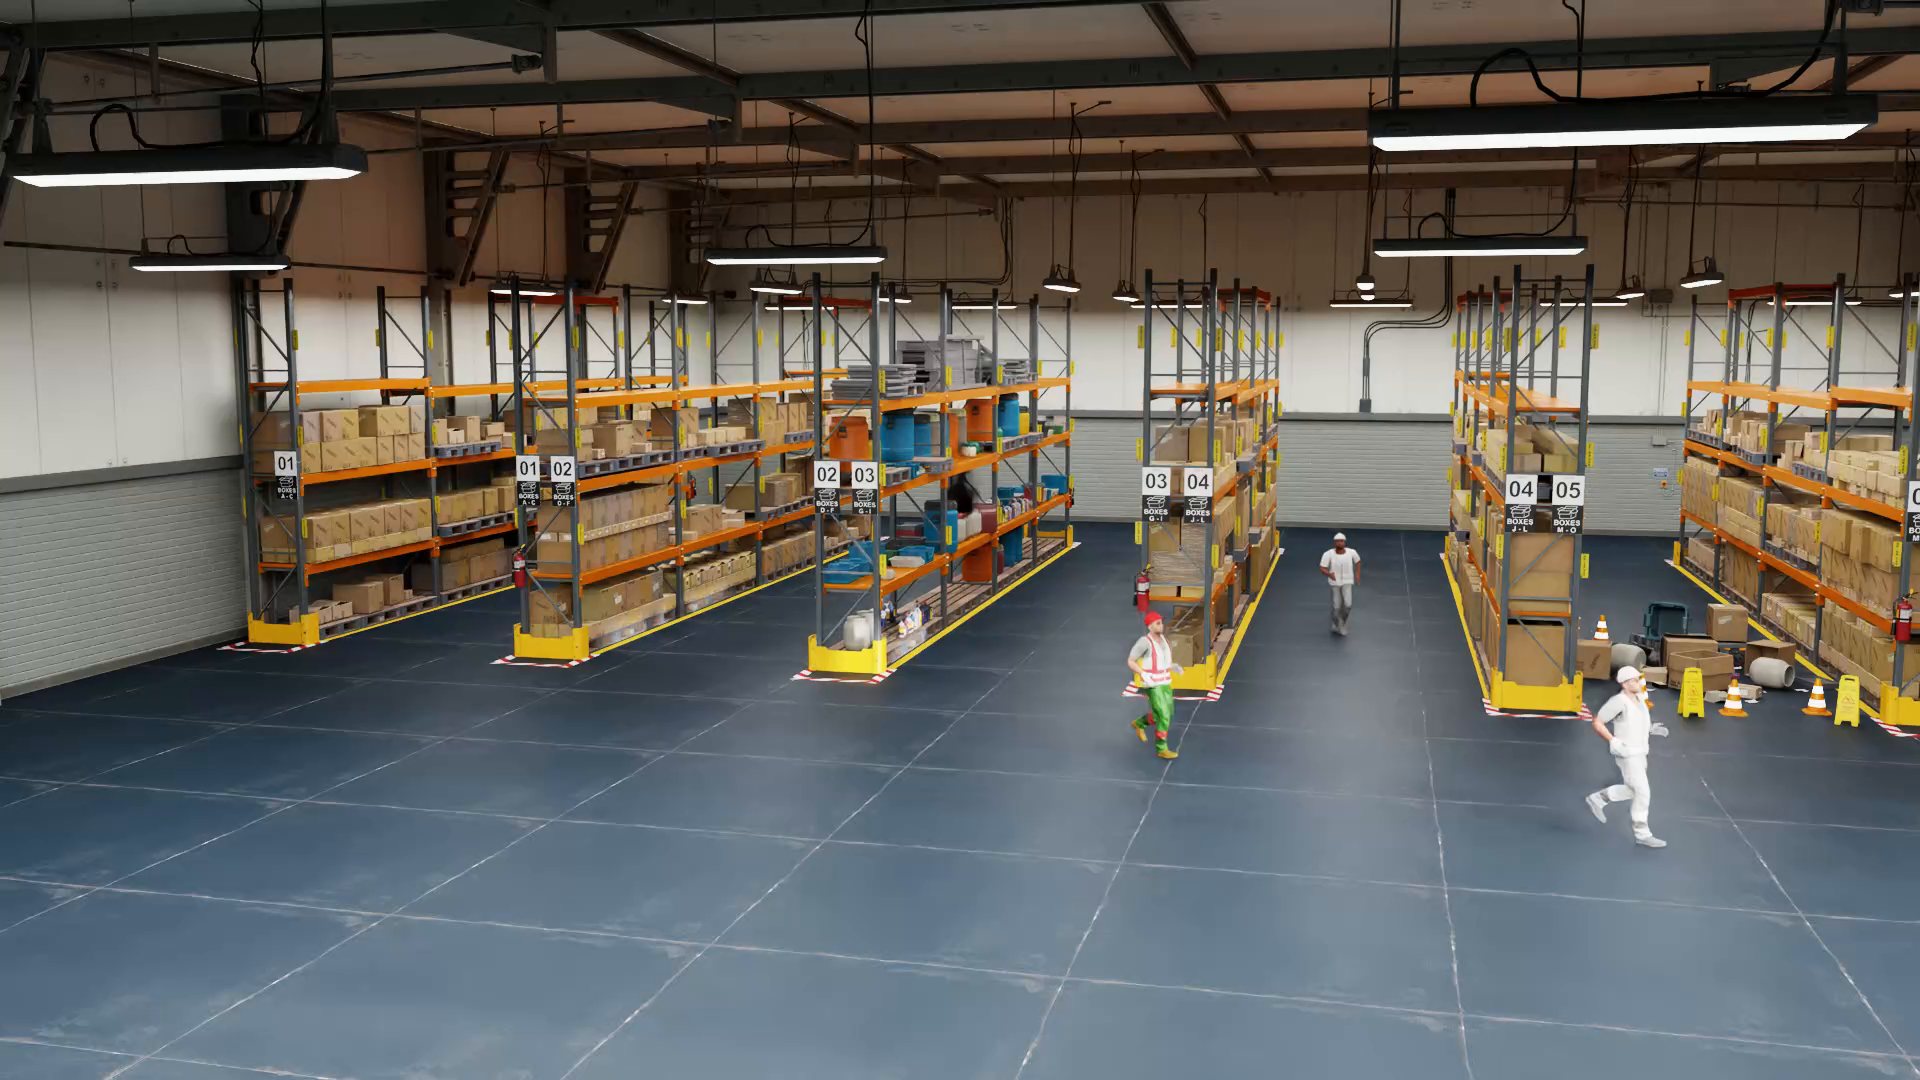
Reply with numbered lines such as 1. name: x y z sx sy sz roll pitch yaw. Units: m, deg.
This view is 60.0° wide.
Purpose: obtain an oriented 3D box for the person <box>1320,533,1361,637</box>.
1. person: 6.460 0.759 28.235 0.699 1.760 0.665 1 7 10

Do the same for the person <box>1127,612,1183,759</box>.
1. person: 2.335 1.736 20.085 0.663 1.748 0.780 -7 9 -44

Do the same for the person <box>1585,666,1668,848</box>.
1. person: 6.677 2.137 16.644 0.670 1.765 0.914 -6 9 -40
